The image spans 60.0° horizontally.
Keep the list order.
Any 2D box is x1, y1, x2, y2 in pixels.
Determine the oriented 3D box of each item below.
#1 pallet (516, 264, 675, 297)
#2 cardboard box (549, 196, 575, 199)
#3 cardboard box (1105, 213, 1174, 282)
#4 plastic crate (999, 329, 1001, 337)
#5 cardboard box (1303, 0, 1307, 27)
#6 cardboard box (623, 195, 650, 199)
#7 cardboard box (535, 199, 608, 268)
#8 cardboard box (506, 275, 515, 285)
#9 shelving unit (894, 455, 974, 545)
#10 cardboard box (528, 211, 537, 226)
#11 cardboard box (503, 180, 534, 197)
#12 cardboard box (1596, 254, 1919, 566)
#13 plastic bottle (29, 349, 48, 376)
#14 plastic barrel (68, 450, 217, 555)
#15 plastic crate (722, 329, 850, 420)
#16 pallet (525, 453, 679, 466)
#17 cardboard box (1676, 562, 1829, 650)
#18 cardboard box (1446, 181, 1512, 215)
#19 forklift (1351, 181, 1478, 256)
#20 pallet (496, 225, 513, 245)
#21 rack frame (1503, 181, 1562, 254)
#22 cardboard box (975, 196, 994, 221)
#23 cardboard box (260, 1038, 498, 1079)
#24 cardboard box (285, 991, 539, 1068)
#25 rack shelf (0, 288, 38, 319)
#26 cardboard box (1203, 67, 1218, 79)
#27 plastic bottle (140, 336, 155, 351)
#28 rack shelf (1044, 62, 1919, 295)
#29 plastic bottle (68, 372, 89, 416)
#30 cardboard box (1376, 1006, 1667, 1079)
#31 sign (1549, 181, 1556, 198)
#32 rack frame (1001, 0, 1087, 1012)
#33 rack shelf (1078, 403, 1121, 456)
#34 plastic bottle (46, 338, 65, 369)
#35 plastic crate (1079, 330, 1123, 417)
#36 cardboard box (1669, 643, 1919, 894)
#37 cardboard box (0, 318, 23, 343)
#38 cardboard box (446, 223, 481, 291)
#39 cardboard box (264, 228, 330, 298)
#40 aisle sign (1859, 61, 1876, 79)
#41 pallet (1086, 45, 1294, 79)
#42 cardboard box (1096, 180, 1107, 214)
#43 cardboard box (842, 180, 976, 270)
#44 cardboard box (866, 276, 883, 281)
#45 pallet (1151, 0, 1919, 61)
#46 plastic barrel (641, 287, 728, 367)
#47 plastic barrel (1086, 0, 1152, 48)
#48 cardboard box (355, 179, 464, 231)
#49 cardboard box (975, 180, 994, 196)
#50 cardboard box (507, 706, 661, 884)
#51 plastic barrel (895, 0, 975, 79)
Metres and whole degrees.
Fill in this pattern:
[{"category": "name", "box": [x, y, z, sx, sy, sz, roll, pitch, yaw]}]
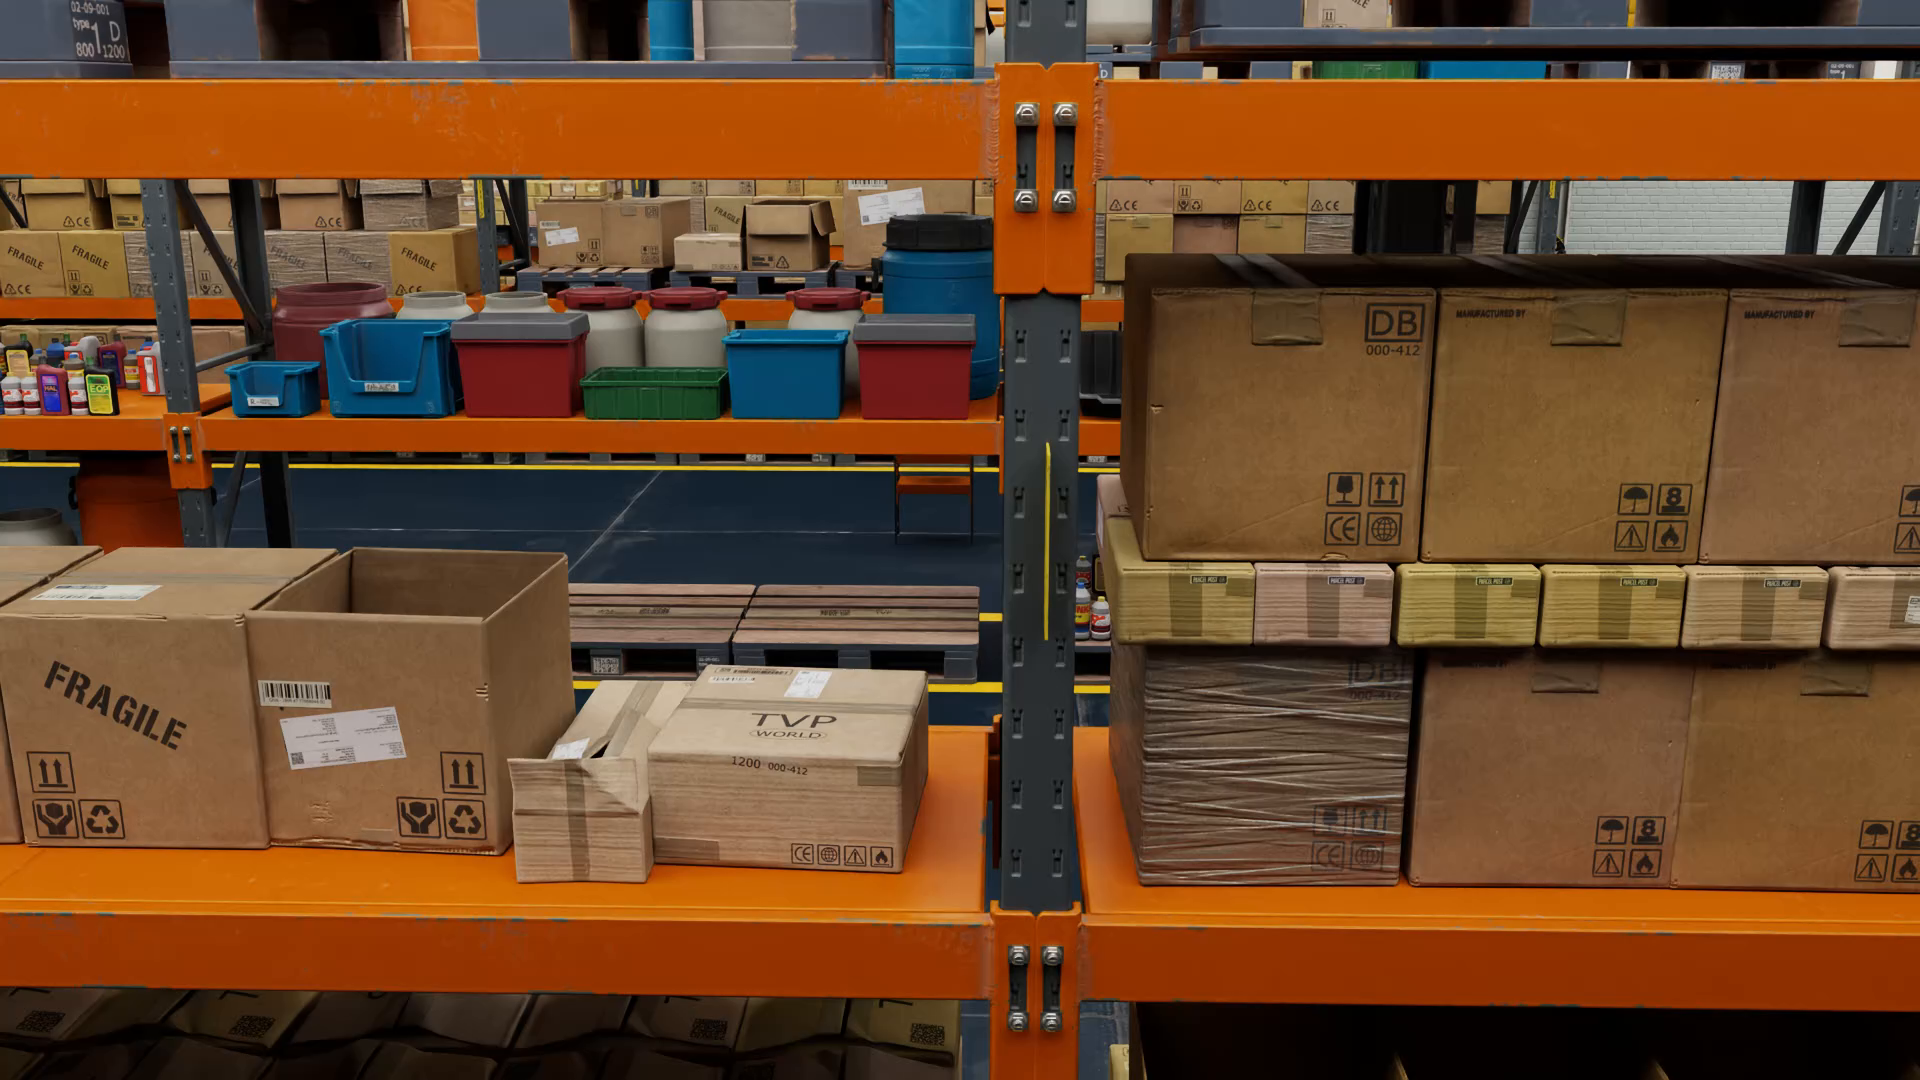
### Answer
[{"category": "pallet", "box": [-2.875, -2.096, 13.281, 1.003, 0.211, 1.213, 0, 15, 1]}, {"category": "cardboard box", "box": [-4.134, -3.545, 17.481, 0.250, 0.149, 0.380, 1, 15, 4]}, {"category": "cardboard box", "box": [1.356, -2.302, 12.905, 0.500, 0.500, 0.875, 0, 15, 1]}, {"category": "plastic crate", "box": [0.844, -2.406, 19.478, 0.662, 0.188, 0.450, 9, 27, 30]}, {"category": "cardboard box", "box": [2.930, -4.077, 12.775, 0.500, 0.500, 0.500, 0, 15, 1]}, {"category": "cardboard box", "box": [-4.360, -4.558, 22.529, 0.500, 0.250, 0.500, 1, 15, 2]}, {"category": "cardboard box", "box": [-3.049, -2.425, 13.131, 0.500, 0.500, 0.500, -1, 15, -5]}, {"category": "cardboard box", "box": [-4.557, -2.726, 17.898, 0.500, 0.250, 0.500, 1, 15, 2]}, {"category": "shelving unit", "box": [-0.165, -0.581, 10.691, 0.503, 1.200, 0.258, 0, 15, 1]}, {"category": "cardboard box", "box": [-4.372, -3.402, 17.524, 0.250, 0.149, 0.380, 1, 15, 2]}, {"category": "cardboard box", "box": [-4.644, -3.691, 17.453, 0.250, 0.149, 0.380, 1, 15, 3]}, {"category": "cardboard box", "box": [1.602, -0.282, 3.290, 0.500, 0.500, 0.700, 0, 15, 1]}, {"category": "plastic bottle", "box": [-4.852, -0.904, 8.777, 0.097, 0.201, 0.097, 0, 15, 0]}, {"category": "plastic barrel", "box": [-4.206, -0.056, 8.603, 0.708, 0.830, 0.600, 0, 15, 1]}, {"category": "plastic crate", "box": [-0.828, -0.797, 8.014, 0.575, 0.384, 0.392, 0, 15, 1]}, {"category": "pallet", "box": [-2.809, -0.813, 13.507, 1.213, 0.211, 1.003, 0, 15, 1]}, {"category": "cardboard box", "box": [1.437, 0.081, 3.184, 0.250, 0.149, 0.380, 0, 15, 0]}, {"category": "cardboard box", "box": [3.852, -2.731, 12.570, 0.500, 0.500, 0.500, 0, 15, 1]}, {"category": "forklift", "box": [3.244, -1.424, 10.492, 3.031, 2.935, 1.130, 0, 15, 0]}, {"category": "pallet", "box": [-5.342, -3.340, 17.997, 1.213, 0.211, 1.003, 0, 15, 1]}, {"category": "rack frame", "box": [4.408, -2.114, 12.974, 0.127, 3.000, 1.000, 0, 15, 1]}, {"category": "cardboard box", "box": [0.108, -3.388, 17.606, 0.500, 0.500, 0.500, 0, 15, 1]}, {"category": "cardboard box", "box": [-1.279, 1.306, 3.477, 0.500, 0.311, 0.500, 0, 15, 1]}, {"category": "cardboard box", "box": [-1.272, 1.167, 4.003, 0.500, 0.311, 0.500, 0, 15, 0]}, {"category": "rack shelf", "box": [-9.588, -1.858, 13.412, 4.000, 0.370, 1.077, 0, 15, 1]}, {"category": "cardboard box", "box": [1.878, -3.442, 12.420, 0.500, 0.250, 0.500, 0, 15, -1]}, {"category": "plastic bottle", "box": [-4.256, -0.934, 8.753, 0.097, 0.271, 0.097, 0, 15, 0]}, {"category": "rack shelf", "box": [2.152, -0.704, 3.157, 4.000, 0.370, 1.077, 0, 15, 1]}, {"category": "plastic bottle", "box": [-4.246, -0.707, 8.028, 0.097, 0.201, 0.097, 0, 15, 0]}, {"category": "cardboard box", "box": [1.108, 1.234, 3.380, 0.500, 0.500, 0.500, 0, 15, 1]}, {"category": "sign", "box": [4.373, -2.686, 12.250, 0.005, 0.325, 0.100, 0, 15, 1]}, {"category": "rack frame", "box": [0.152, 0.387, 3.494, 0.053, 2.616, 0.949, 0, 15, 1]}, {"category": "rack shelf", "box": [2.282, -0.516, 8.328, 4.000, 0.370, 1.077, 0, 15, 1]}, {"category": "plastic bottle", "box": [-4.720, -0.922, 8.706, 0.097, 0.271, 0.097, 0, 15, 0]}, {"category": "plastic crate", "box": [0.803, -0.811, 8.157, 0.504, 0.338, 0.767, 0, 15, 1]}, {"category": "cardboard box", "box": [1.625, 0.345, 3.457, 0.500, 0.500, 0.700, 1, 15, 2]}, {"category": "cardboard box", "box": [-8.246, -1.393, 13.581, 0.875, 0.875, 0.875, 0, 15, 1]}, {"category": "cardboard box", "box": [-4.069, -2.287, 13.434, 0.500, 0.500, 0.500, 1, 15, 3]}, {"category": "cardboard box", "box": [-5.107, -2.162, 12.959, 0.500, 0.500, 0.500, 0, 15, 0]}, {"category": "aisle sign", "box": [4.361, -2.182, 8.136, 0.004, 0.787, 0.394, 0, 15, 1]}, {"category": "pallet", "box": [1.006, -2.257, 8.003, 1.003, 0.211, 1.213, 0, 15, 1]}, {"category": "cardboard box", "box": [0.852, -2.748, 12.638, 0.500, 0.500, 0.500, 0, 15, 1]}, {"category": "cardboard box", "box": [-0.382, -2.674, 13.098, 1.000, 1.000, 1.000, 0, 15, 2]}, {"category": "cardboard box", "box": [-0.950, -2.508, 18.054, 0.750, 0.750, 1.050, 0, 15, 1]}, {"category": "pallet", "box": [1.006, -1.023, 3.130, 1.213, 0.211, 1.003, 0, 15, 1]}, {"category": "plastic barrel", "box": [-1.402, -1.010, 8.522, 0.433, 0.535, 0.433, 0, 15, 0]}, {"category": "plastic barrel", "box": [0.708, -2.532, 7.634, 0.421, 0.512, 0.421, 0, 15, 0]}, {"category": "cardboard box", "box": [-4.320, -2.709, 13.065, 0.637, 0.503, 0.797, 1, 15, 3]}, {"category": "cardboard box", "box": [0.140, -3.938, 17.731, 0.500, 0.500, 0.700, 0, 15, 0]}, {"category": "cardboard box", "box": [-0.731, 0.492, 3.359, 0.258, 0.266, 0.396, 0, 15, 0]}, {"category": "plastic barrel", "box": [-0.231, -2.518, 7.641, 0.708, 0.901, 0.600, 0, 15, 1]}]
